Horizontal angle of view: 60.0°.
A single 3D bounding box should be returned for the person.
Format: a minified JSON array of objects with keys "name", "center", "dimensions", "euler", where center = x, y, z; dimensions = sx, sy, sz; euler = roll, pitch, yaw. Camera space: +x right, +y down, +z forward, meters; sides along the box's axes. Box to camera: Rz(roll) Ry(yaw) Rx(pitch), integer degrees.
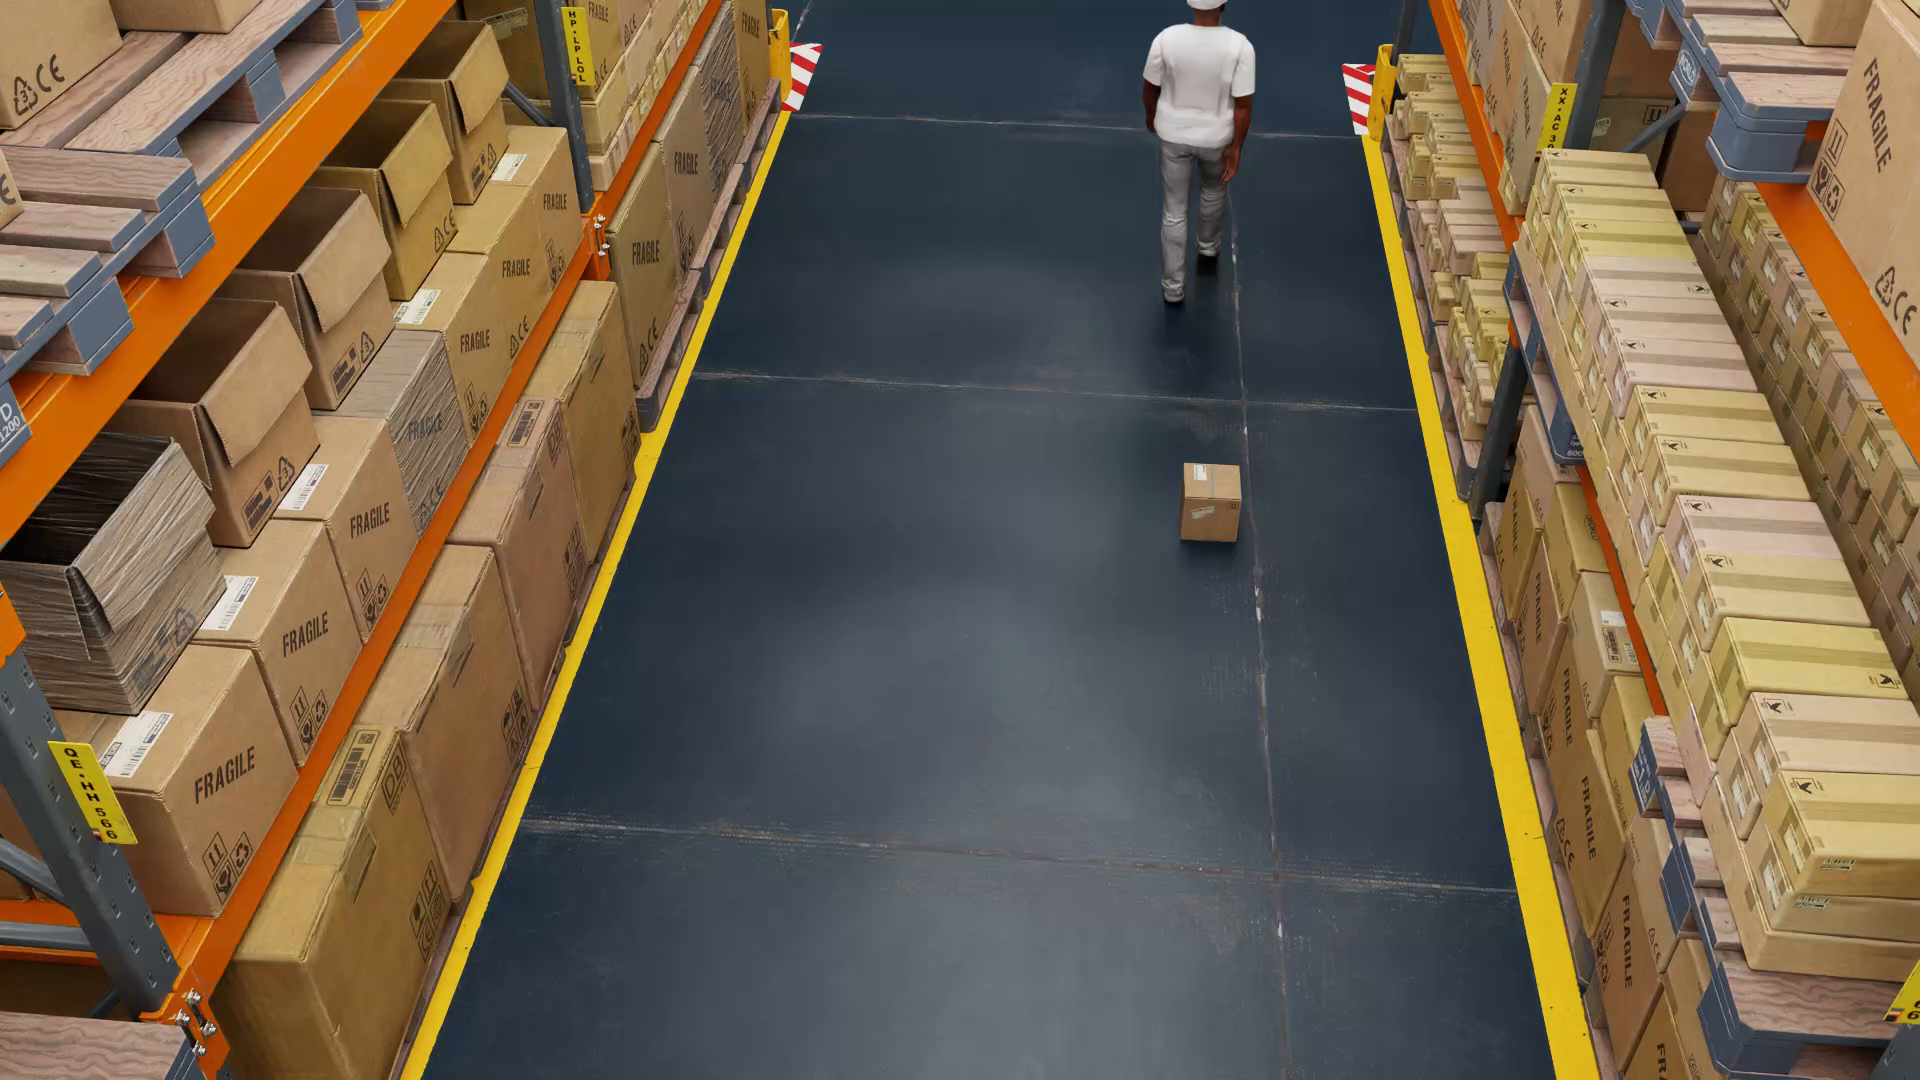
[{"name":"person","center":[1.232,-2.160,8.736],"dimensions":[0.570,1.786,0.805],"euler":[6,40,7]}]
